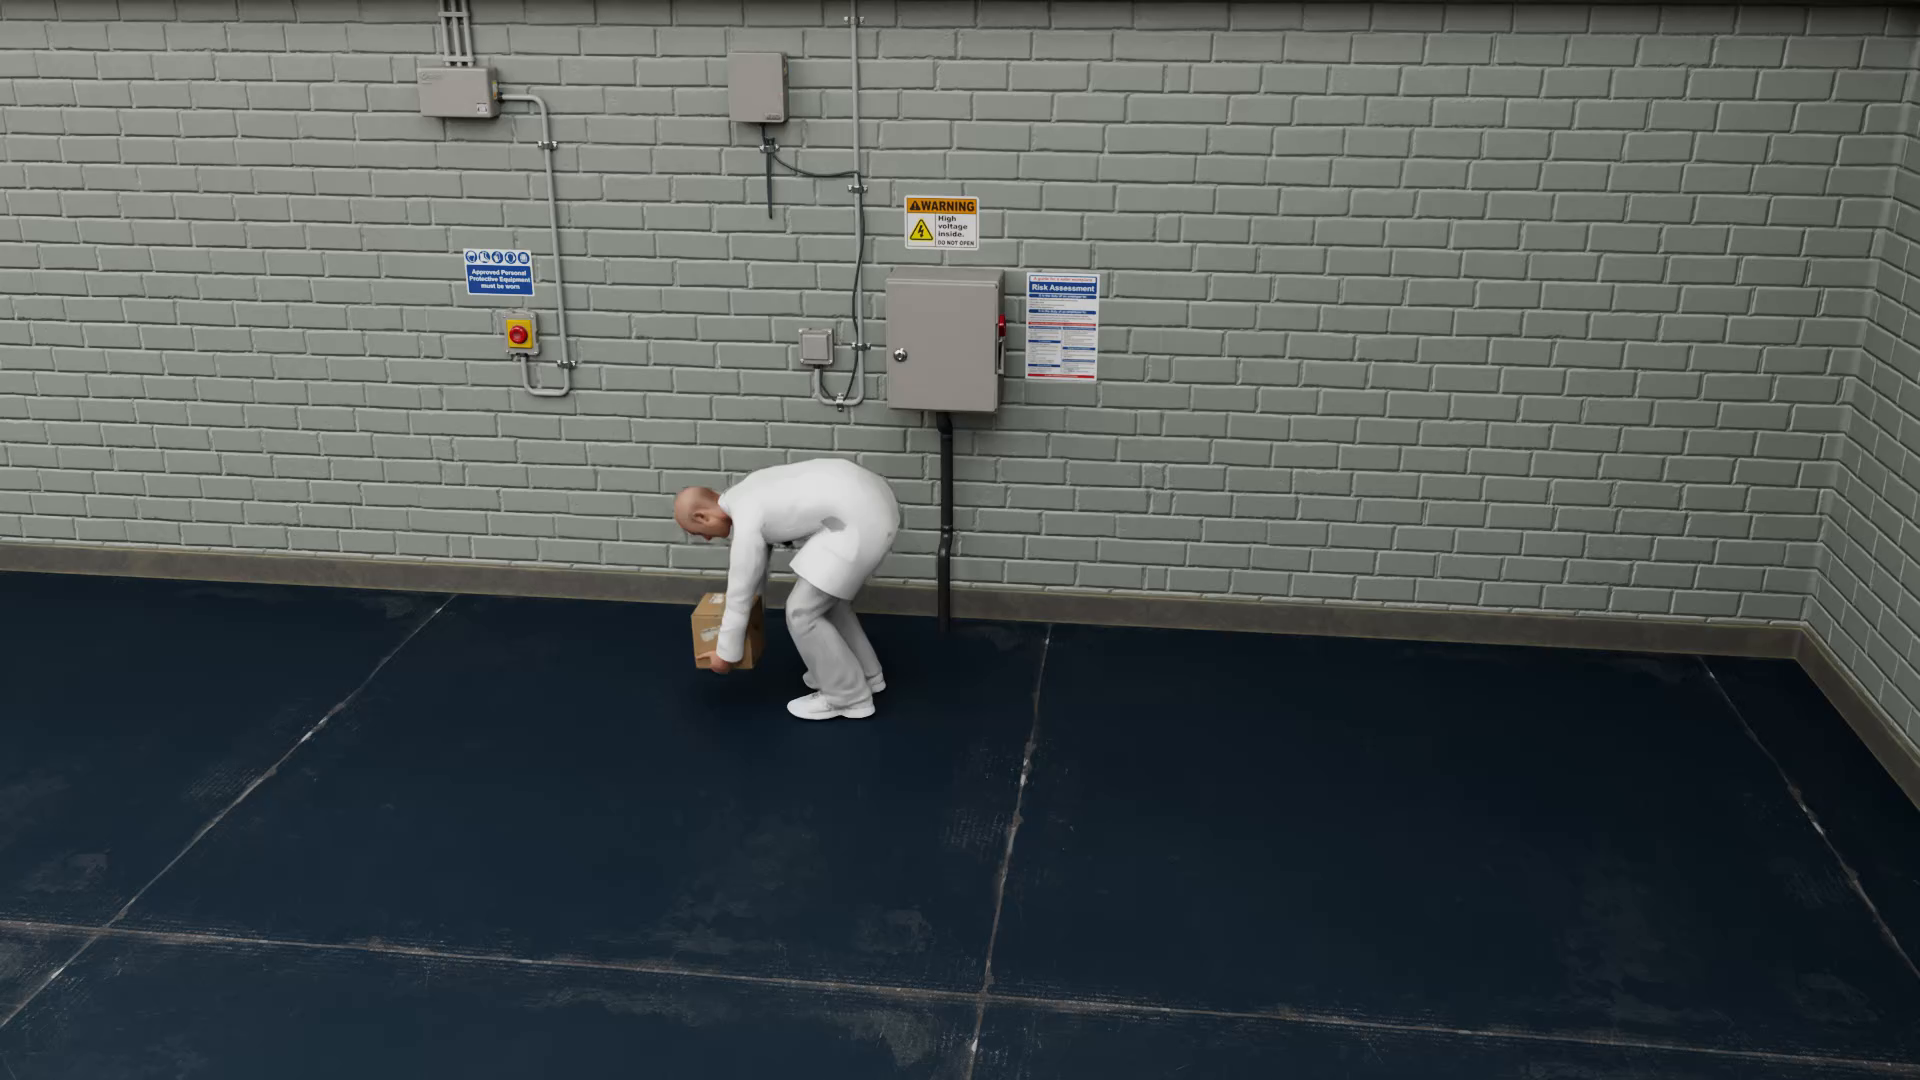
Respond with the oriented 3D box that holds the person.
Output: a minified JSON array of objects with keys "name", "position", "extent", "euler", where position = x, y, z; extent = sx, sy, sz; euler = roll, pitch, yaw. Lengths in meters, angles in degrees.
[{"name":"person","position":[-0.726,0.189,7.071],"extent":[0.950,1.090,0.579],"euler":[2,21,4]}]
